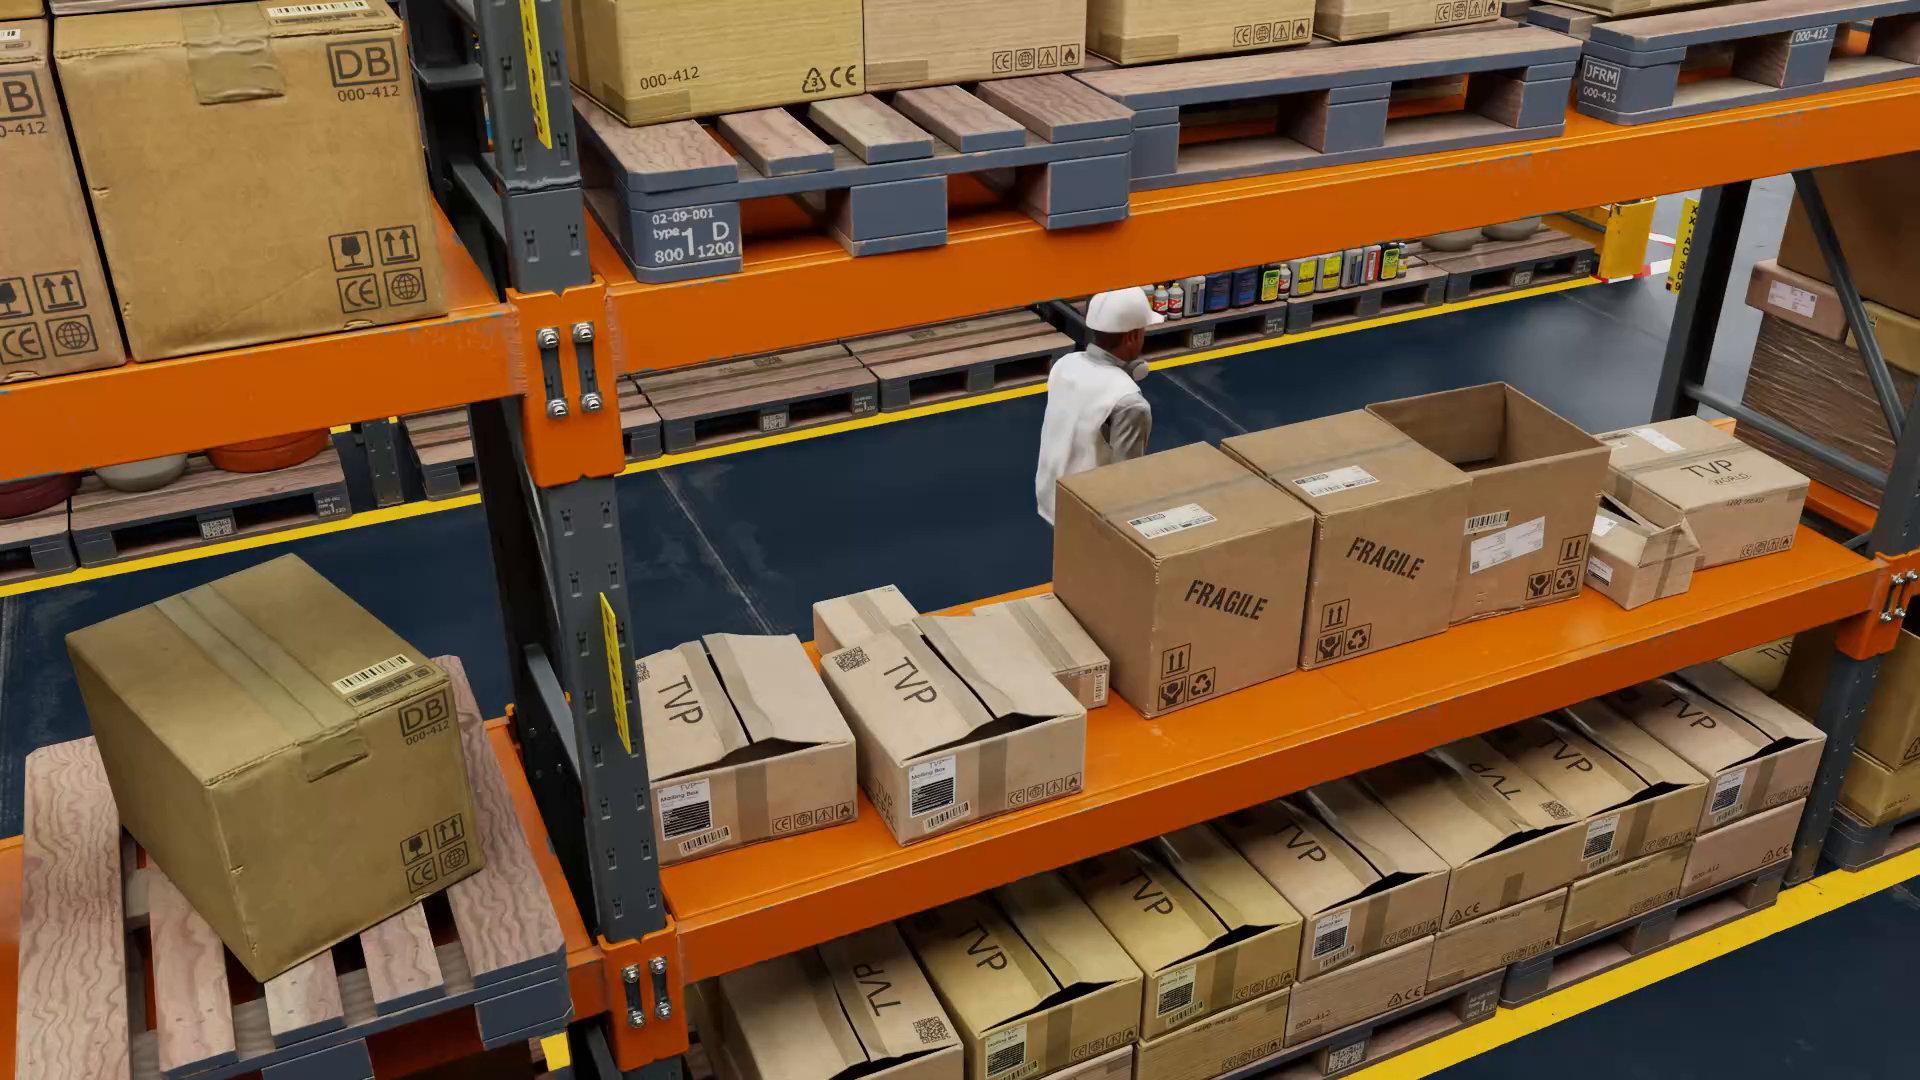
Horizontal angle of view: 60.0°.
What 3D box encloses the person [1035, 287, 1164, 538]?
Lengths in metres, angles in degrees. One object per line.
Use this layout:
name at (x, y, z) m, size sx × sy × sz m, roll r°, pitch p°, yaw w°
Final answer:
person at (0.531, -0.117, 6.311) m, size 0.465 × 1.769 × 0.580 m, roll -15°, pitch 32°, yaw -24°
